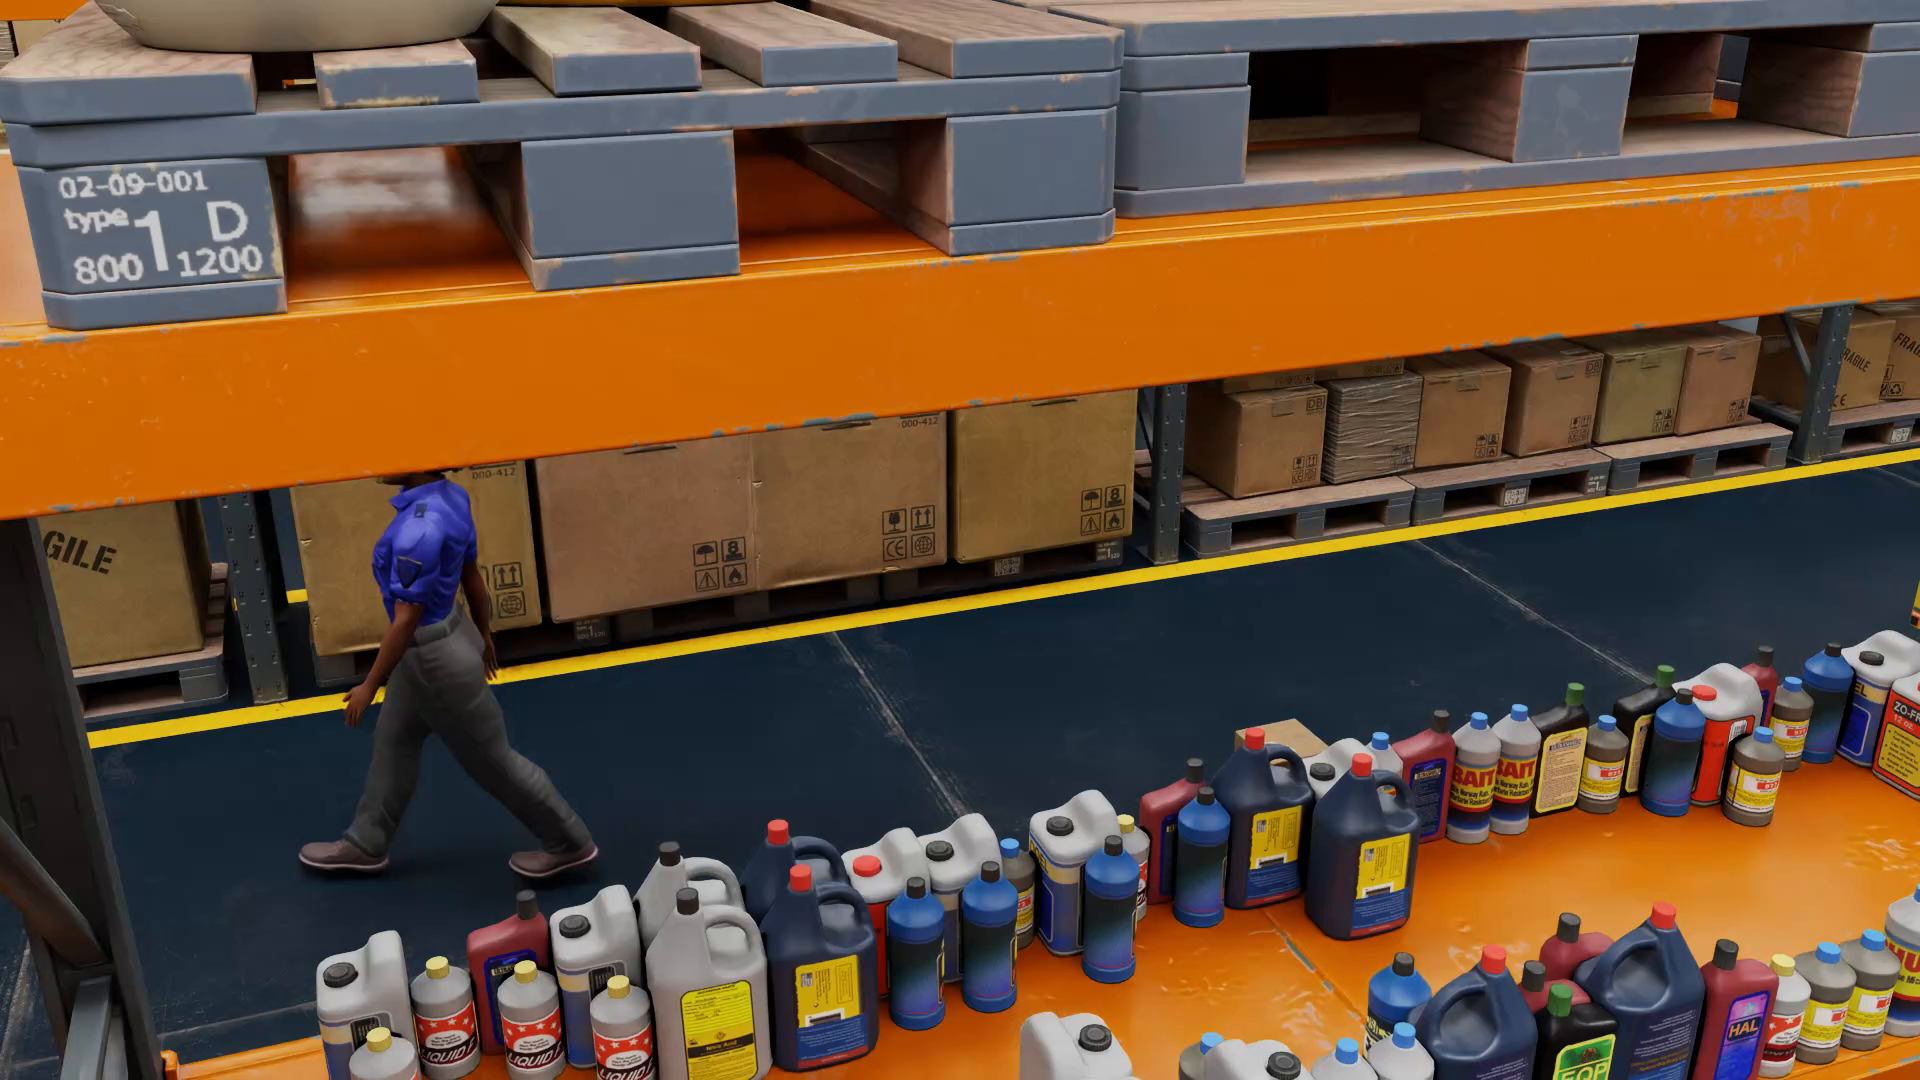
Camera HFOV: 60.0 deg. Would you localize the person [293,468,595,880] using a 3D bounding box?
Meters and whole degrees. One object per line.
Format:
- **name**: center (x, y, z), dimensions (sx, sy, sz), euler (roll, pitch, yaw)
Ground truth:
- **person**: center (-1.709, 0.373, 5.198), dimensions (0.999, 1.597, 0.472), euler (-3, 23, -8)
